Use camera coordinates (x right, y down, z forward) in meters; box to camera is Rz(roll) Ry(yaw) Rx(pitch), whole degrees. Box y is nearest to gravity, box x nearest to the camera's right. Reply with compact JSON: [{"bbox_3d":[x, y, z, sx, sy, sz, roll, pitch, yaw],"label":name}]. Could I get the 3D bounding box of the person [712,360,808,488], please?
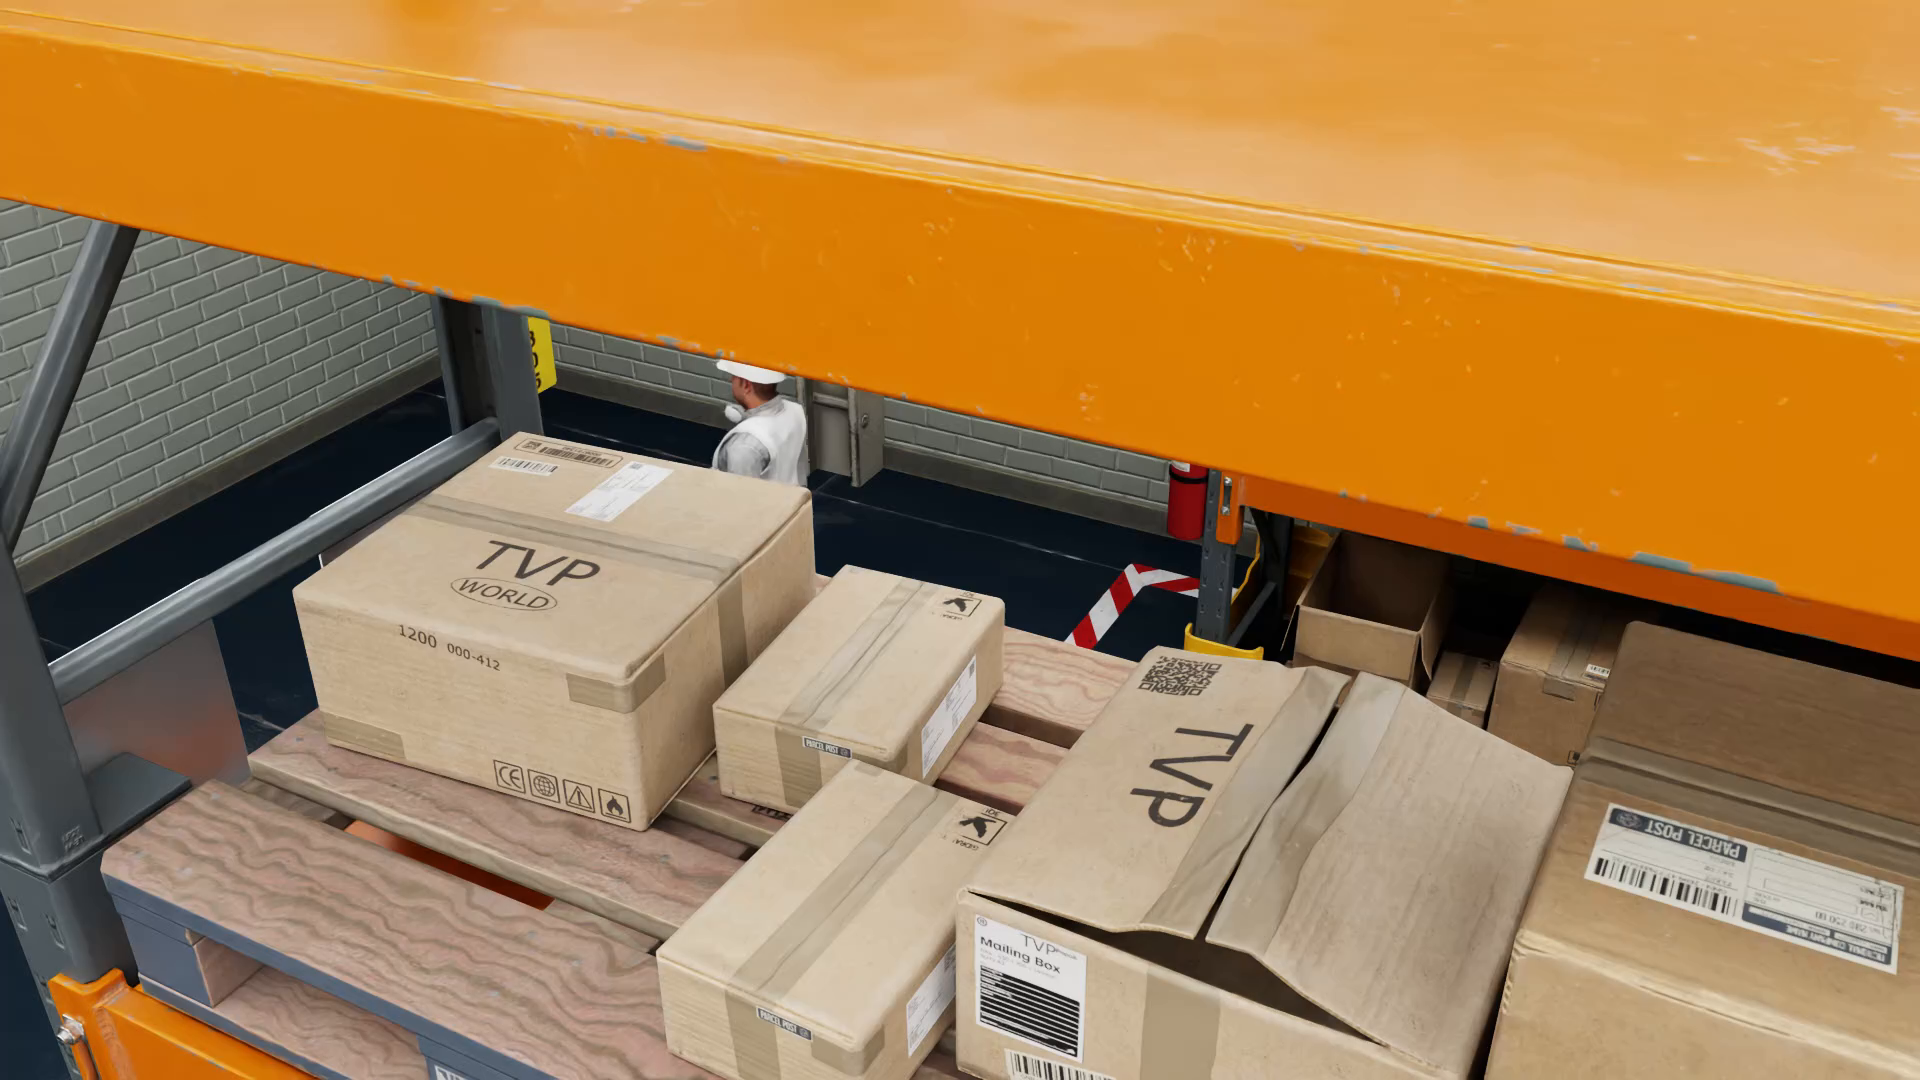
[{"bbox_3d":[-0.893,-0.016,7.142,0.431,1.800,0.577,9,31,15],"label":"person"}]
